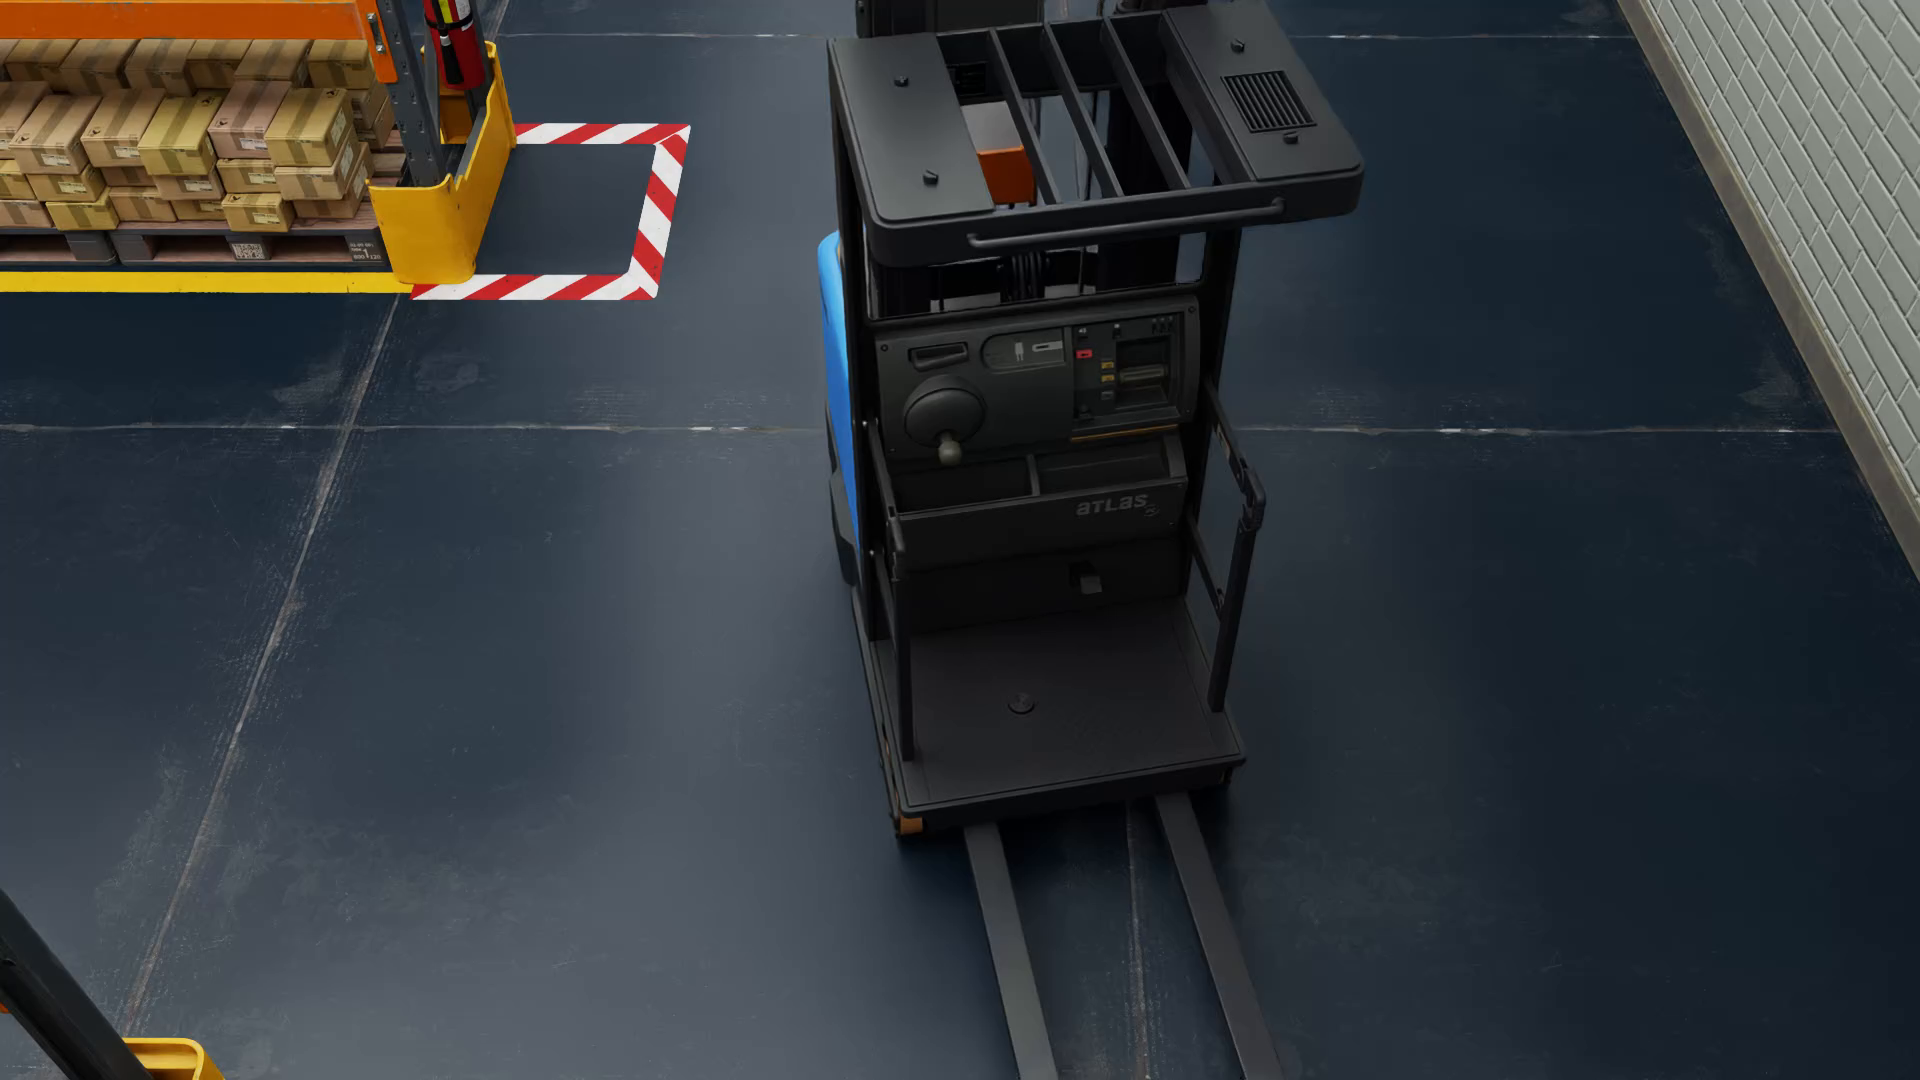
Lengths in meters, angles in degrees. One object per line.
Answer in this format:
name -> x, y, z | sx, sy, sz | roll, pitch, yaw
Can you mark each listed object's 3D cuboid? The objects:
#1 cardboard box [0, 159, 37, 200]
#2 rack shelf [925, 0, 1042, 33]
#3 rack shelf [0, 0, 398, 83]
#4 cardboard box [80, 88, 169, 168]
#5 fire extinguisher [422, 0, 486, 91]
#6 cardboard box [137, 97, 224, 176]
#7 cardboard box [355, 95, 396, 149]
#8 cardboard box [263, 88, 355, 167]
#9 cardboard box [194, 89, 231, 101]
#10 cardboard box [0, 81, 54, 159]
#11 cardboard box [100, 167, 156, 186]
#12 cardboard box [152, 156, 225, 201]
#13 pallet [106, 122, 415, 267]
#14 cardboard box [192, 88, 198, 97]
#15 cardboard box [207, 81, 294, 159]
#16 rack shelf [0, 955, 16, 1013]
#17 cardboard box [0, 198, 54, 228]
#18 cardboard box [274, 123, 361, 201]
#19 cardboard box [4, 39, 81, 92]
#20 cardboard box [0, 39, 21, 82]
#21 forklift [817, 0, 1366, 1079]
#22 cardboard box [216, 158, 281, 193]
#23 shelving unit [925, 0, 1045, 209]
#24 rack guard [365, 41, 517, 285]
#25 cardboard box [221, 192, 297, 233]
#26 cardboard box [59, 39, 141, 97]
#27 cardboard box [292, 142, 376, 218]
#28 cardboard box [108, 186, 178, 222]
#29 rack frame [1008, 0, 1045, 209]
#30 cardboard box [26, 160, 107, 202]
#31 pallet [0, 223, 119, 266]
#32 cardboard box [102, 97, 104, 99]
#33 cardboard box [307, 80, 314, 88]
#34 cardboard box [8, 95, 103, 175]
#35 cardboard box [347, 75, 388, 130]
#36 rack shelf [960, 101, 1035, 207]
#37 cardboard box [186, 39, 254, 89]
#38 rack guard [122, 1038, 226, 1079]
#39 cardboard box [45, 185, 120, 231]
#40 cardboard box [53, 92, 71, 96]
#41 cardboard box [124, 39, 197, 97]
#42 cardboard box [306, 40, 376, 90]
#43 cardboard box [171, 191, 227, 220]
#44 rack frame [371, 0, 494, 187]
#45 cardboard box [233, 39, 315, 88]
cardboard box -> -4.065, -1.644, 7.188 | 0.250, 0.149, 0.380 | 2, 47, 2
rack shelf -> -0.008, -1.808, 5.561 | 0.480, 0.518, 0.431 | -8, 48, -7
rack shelf -> -4.242, -2.332, 6.863 | 4.000, 0.370, 1.077 | 0, 47, 0
cardboard box -> -3.541, -1.760, 7.093 | 0.250, 0.149, 0.380 | -2, 47, -1
fire extinguisher -> -1.992, -2.080, 6.444 | 0.183, 0.674, 0.296 | 0, 47, 0
cardboard box -> -3.283, -1.713, 7.049 | 0.250, 0.149, 0.380 | -1, 47, -1
cardboard box -> -2.765, -1.979, 7.704 | 0.250, 0.149, 0.380 | 1, 47, 1
cardboard box -> -2.772, -1.762, 7.095 | 0.250, 0.149, 0.380 | 1, 47, 1
cardboard box -> -3.284, -2.012, 7.531 | 0.250, 0.149, 0.380 | 1, 47, 1
cardboard box -> -4.073, -1.802, 7.132 | 0.250, 0.149, 0.380 | -1, 47, -1
cardboard box -> -3.559, -1.714, 7.253 | 0.250, 0.149, 0.380 | 0, 47, 0
cardboard box -> -3.290, -1.638, 7.183 | 0.250, 0.149, 0.380 | -2, 47, -1
pallet -> -3.130, -1.650, 7.642 | 1.213, 0.211, 1.003 | 0, 47, 0
cardboard box -> -3.540, -2.092, 7.606 | 0.250, 0.149, 0.380 | 1, 47, 1
cardboard box -> -3.023, -1.805, 7.135 | 0.250, 0.149, 0.380 | 1, 47, 1
rack shelf -> -4.159, 1.291, 3.490 | 4.000, 0.370, 1.077 | 0, 47, 0
cardboard box -> -4.066, -1.544, 7.299 | 0.250, 0.149, 0.380 | 1, 47, 1
cardboard box -> -2.771, -1.637, 7.182 | 0.250, 0.149, 0.380 | -1, 47, -1
cardboard box -> -4.081, -2.186, 7.489 | 0.250, 0.149, 0.380 | 1, 47, 1
cardboard box -> -4.332, -2.116, 7.425 | 0.250, 0.149, 0.380 | 0, 47, 0
forklift -> 0.271, -0.351, 4.574 | 1.130, 2.935, 3.031 | -8, 48, -7
cardboard box -> -3.032, -1.678, 7.220 | 0.250, 0.149, 0.380 | -1, 47, -1
shelving unit -> -0.008, -1.341, 6.063 | 0.503, 2.100, 0.431 | -8, 48, -7
rack guard -> -2.318, -1.720, 7.510 | 0.348, 0.500, 1.175 | 0, 47, 0
cardboard box -> -3.027, -1.519, 7.275 | 0.250, 0.149, 0.380 | 1, 47, 1
cardboard box -> -3.818, -2.151, 7.458 | 0.250, 0.149, 0.380 | 2, 47, 2
cardboard box -> -2.769, -1.592, 7.344 | 0.250, 0.149, 0.380 | 1, 47, 1
cardboard box -> -3.537, -1.574, 7.326 | 0.250, 0.149, 0.380 | 1, 47, 1
rack frame -> 0.232, -1.374, 6.095 | 0.015, 2.100, 0.400 | -8, 48, -7
cardboard box -> -3.808, -1.630, 7.175 | 0.250, 0.149, 0.380 | 1, 47, 1
pallet -> -4.347, -1.656, 7.647 | 1.213, 0.211, 1.003 | 0, 47, 0
cardboard box -> -3.805, -2.024, 7.542 | 0.250, 0.149, 0.380 | -2, 47, -2
cardboard box -> -3.038, -2.076, 7.591 | 0.250, 0.149, 0.380 | 0, 47, 0
cardboard box -> -3.810, -1.720, 7.056 | 0.250, 0.149, 0.380 | 2, 47, 2
cardboard box -> -2.765, -2.034, 7.552 | 0.250, 0.149, 0.380 | 2, 47, 2
rack shelf -> -0.008, -1.331, 6.073 | 0.480, 0.518, 0.431 | -8, 48, -7
cardboard box -> -3.292, -2.204, 7.506 | 0.250, 0.149, 0.380 | 0, 47, 0
rack guard -> -2.135, 1.903, 4.137 | 0.348, 0.500, 1.175 | 0, 47, 0
cardboard box -> -3.793, -1.529, 7.284 | 0.250, 0.149, 0.380 | -2, 47, -2
cardboard box -> -4.077, -1.994, 7.514 | 0.250, 0.149, 0.380 | 2, 47, 2
cardboard box -> -3.540, -2.144, 7.450 | 0.250, 0.149, 0.380 | -2, 47, -2
cardboard box -> -2.765, -2.196, 7.499 | 0.250, 0.149, 0.380 | -2, 47, -2
cardboard box -> -3.290, -1.583, 7.335 | 0.250, 0.149, 0.380 | 0, 47, 0
rack frame -> -2.242, -2.572, 6.595 | 0.127, 3.000, 1.000 | 0, 47, 0
cardboard box -> -3.041, -2.109, 7.418 | 0.250, 0.149, 0.380 | 1, 47, 1
